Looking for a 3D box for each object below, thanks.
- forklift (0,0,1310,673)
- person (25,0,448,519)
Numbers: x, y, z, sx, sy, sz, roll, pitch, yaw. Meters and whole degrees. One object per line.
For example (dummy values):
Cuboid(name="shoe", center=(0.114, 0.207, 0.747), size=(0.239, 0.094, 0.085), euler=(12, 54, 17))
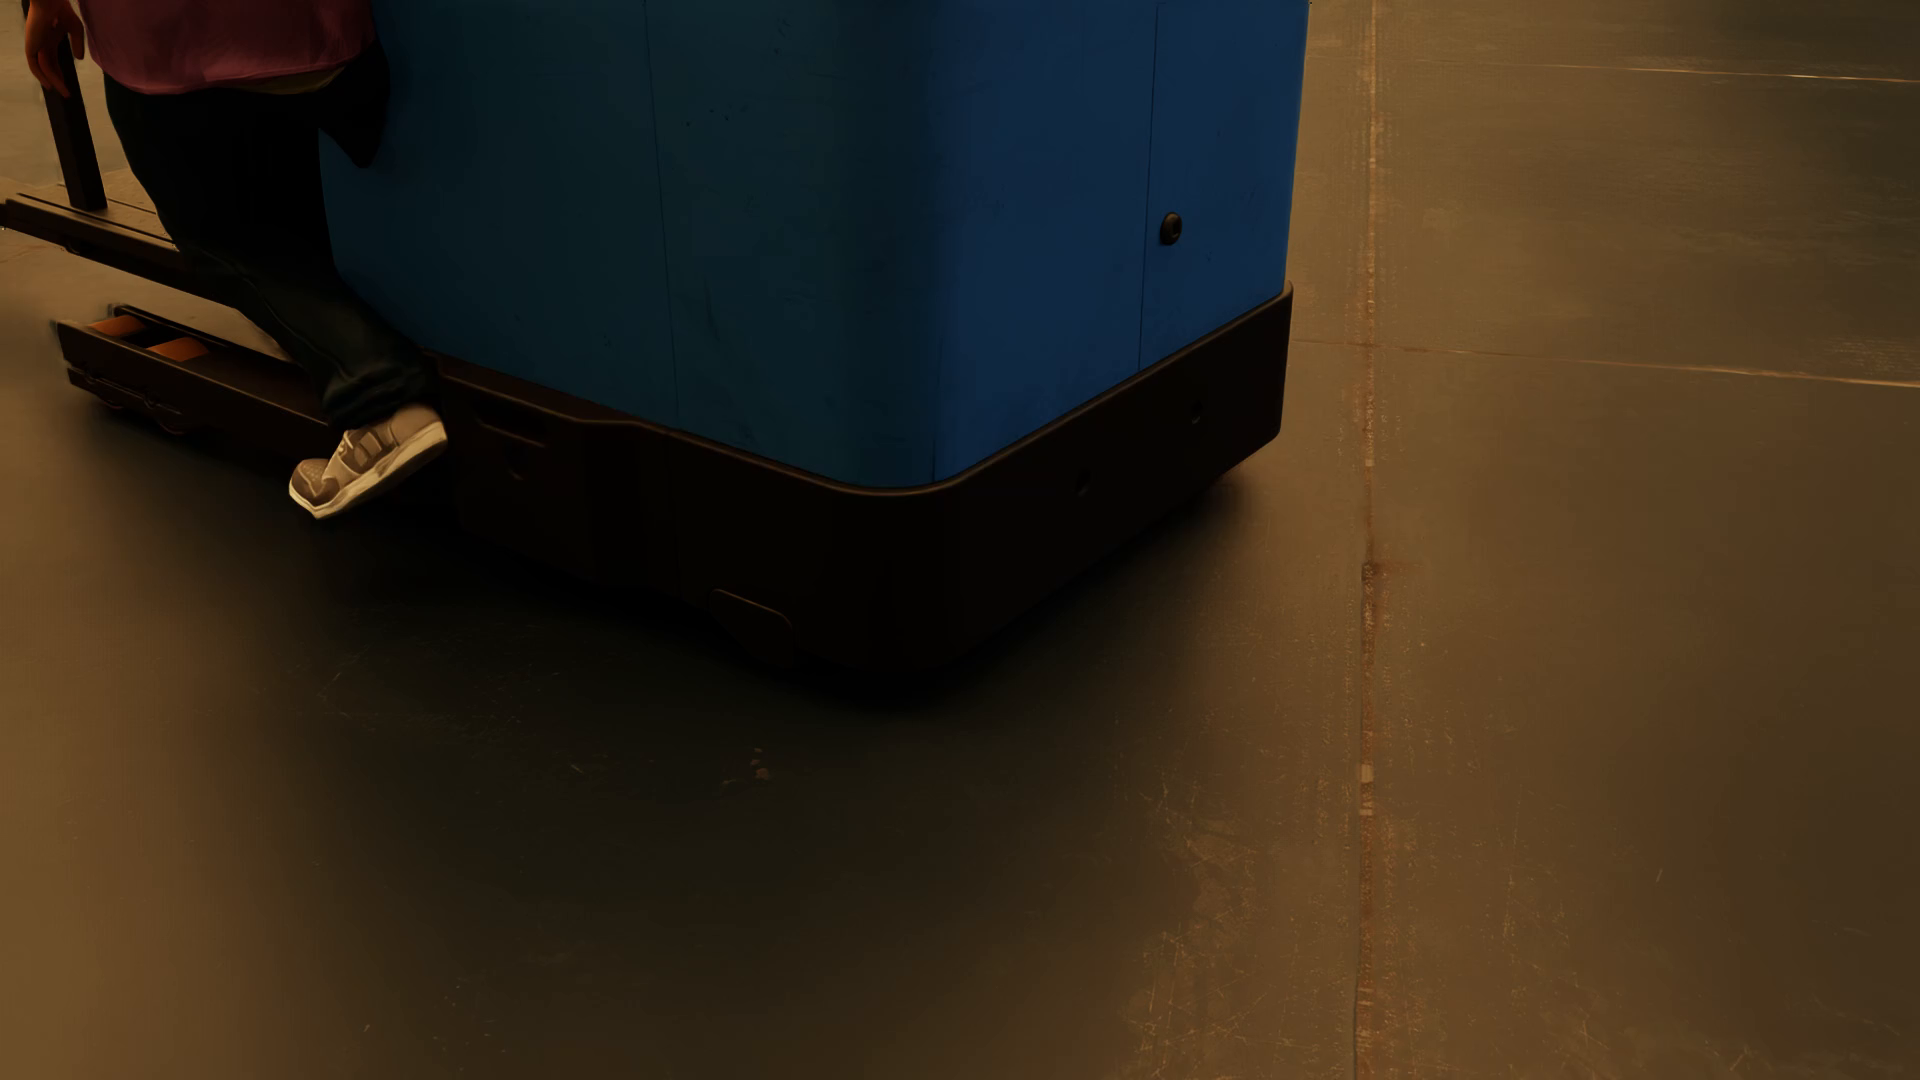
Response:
Cuboid(name="forklift", center=(-0.966, -1.658, 2.533), size=(3.031, 2.935, 1.130), euler=(18, 32, 32))
Cuboid(name="person", center=(-0.920, -0.751, 2.275), size=(0.654, 1.493, 0.645), euler=(-12, 29, -22))
